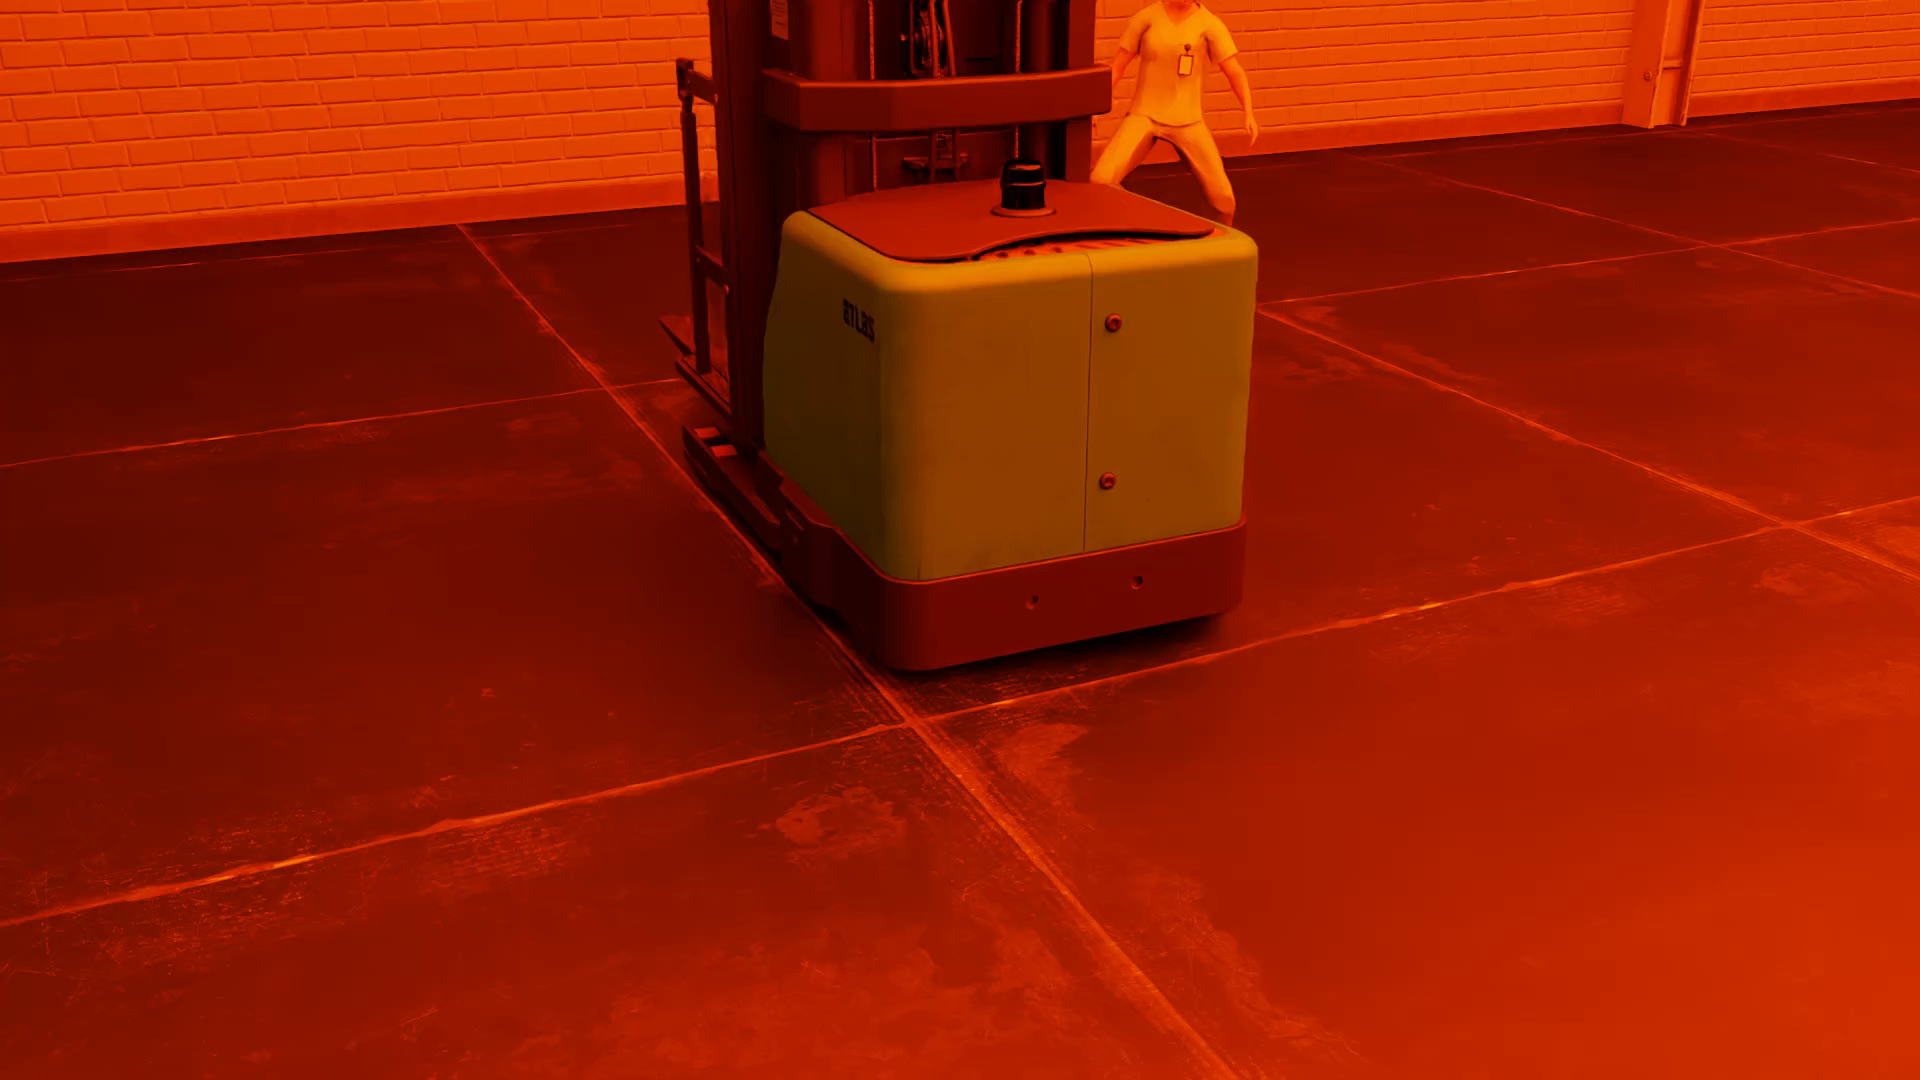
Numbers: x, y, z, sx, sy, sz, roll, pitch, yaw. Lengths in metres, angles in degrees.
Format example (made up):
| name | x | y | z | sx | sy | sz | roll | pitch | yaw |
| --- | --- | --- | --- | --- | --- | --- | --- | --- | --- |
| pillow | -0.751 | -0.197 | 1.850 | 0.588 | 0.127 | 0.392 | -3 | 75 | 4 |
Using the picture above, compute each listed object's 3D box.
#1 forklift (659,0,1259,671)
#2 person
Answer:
| name | x | y | z | sx | sy | sz | roll | pitch | yaw |
| --- | --- | --- | --- | --- | --- | --- | --- | --- | --- |
| forklift | -0.289 | -1.560 | 5.042 | 1.130 | 2.935 | 3.031 | -10 | 24 | -22 |
| person | 1.017 | -2.021 | 7.975 | 0.835 | 1.563 | 0.618 | 5 | 23 | 13 |
